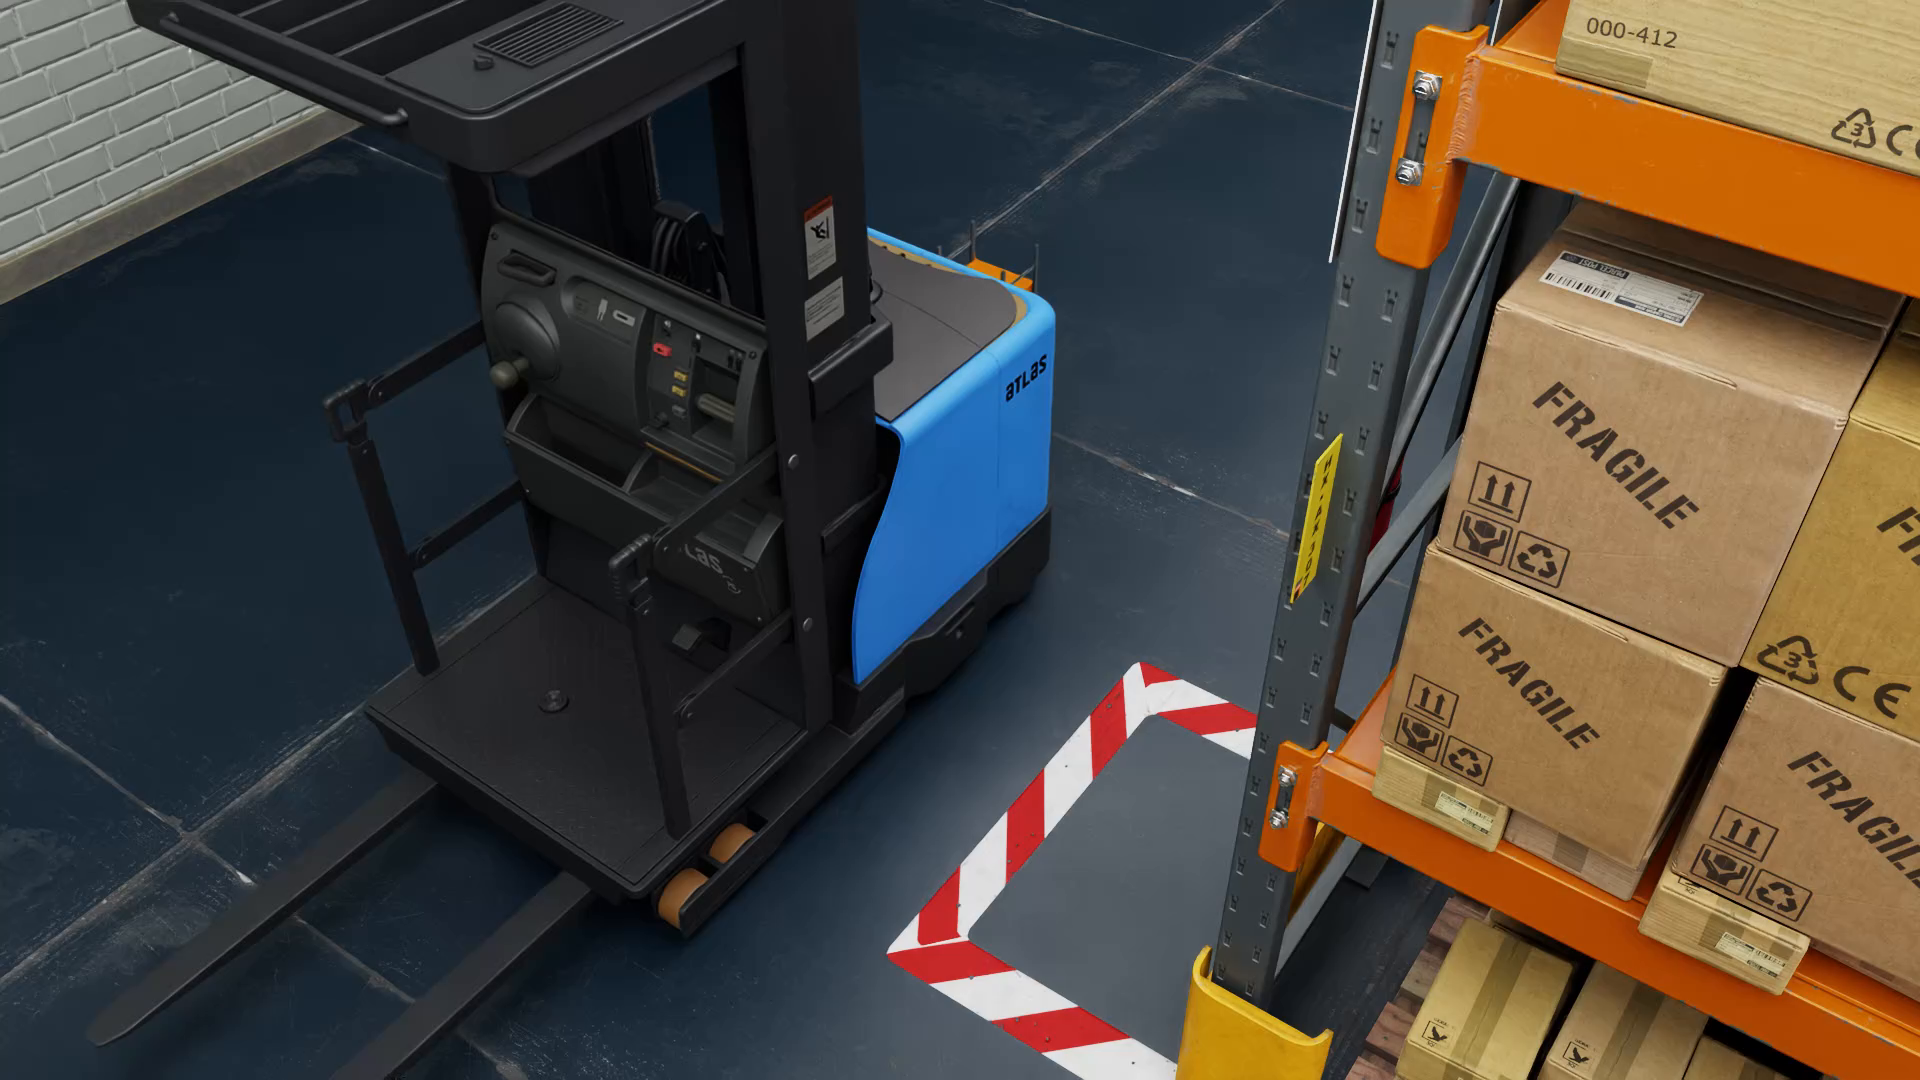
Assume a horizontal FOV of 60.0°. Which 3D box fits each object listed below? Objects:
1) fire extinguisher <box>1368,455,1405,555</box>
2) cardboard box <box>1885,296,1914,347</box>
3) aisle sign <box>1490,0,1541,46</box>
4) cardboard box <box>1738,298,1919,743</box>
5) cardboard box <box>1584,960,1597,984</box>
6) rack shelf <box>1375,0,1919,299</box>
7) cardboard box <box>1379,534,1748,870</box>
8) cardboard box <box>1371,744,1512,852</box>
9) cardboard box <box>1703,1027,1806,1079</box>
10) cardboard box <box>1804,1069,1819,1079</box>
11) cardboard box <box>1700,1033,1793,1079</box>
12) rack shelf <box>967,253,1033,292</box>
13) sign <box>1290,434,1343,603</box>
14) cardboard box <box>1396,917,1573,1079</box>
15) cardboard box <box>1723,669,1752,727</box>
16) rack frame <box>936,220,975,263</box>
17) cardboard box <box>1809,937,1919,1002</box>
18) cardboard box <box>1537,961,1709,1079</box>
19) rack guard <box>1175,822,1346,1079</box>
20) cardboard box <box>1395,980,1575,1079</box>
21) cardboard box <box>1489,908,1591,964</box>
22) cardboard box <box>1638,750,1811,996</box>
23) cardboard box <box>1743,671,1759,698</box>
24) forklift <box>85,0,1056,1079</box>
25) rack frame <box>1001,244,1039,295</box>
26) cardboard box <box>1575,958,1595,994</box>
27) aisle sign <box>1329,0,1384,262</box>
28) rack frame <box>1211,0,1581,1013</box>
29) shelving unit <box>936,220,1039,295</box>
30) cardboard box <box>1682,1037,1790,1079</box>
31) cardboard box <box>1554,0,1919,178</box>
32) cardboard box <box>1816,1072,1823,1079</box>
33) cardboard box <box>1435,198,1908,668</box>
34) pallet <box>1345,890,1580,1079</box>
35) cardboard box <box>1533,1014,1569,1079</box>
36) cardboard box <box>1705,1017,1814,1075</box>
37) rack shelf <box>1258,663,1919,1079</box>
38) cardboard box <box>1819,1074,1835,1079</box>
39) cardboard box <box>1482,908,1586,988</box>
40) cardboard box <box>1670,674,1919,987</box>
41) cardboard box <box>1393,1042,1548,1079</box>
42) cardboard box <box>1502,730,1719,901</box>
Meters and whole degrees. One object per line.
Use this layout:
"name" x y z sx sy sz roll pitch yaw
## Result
"fire extinguisher" 0.990 -0.189 4.049 0.183 0.674 0.296 25 48 25
"cardboard box" 1.448 -0.489 2.999 0.500 0.500 0.500 24 47 25
"aisle sign" 1.043 -1.168 2.857 0.004 0.787 0.394 25 48 25
"cardboard box" 1.563 -0.022 2.477 0.500 0.500 0.500 26 48 26
"cardboard box" 1.710 0.963 4.024 0.250 0.149 0.380 24 47 24
"rack shelf" 2.568 -0.092 1.893 4.000 0.370 1.077 25 48 25
"cardboard box" 1.140 0.167 3.016 0.500 0.500 0.500 27 49 27
"cardboard box" 1.008 0.389 3.254 0.250 0.149 0.380 25 47 25
"cardboard box" 1.917 1.177 4.008 0.250 0.149 0.380 25 47 25
"cardboard box" 2.127 1.264 3.910 0.250 0.149 0.380 26 48 26
"cardboard box" 1.655 1.309 3.638 0.250 0.149 0.380 26 48 26
"rack shelf" 0.086 -0.734 5.373 0.240 0.259 0.215 25 48 26
"sign" 0.620 -0.034 2.890 0.005 0.325 0.100 25 48 25
"cardboard box" 1.165 1.062 3.690 0.250 0.149 0.380 23 47 24
"cardboard box" 1.756 0.260 3.399 0.250 0.149 0.380 25 47 25
"rack frame" -0.013 -0.577 5.608 0.008 1.050 0.200 25 48 26
"cardboard box" 1.721 0.620 2.996 0.250 0.149 0.380 27 49 27
"cardboard box" 1.460 1.102 3.645 0.250 0.149 0.380 26 48 26
"rack guard" 0.993 0.953 4.310 0.348 0.500 1.175 25 48 25
"cardboard box" 1.213 1.128 3.840 0.250 0.149 0.380 27 48 27
"cardboard box" 1.527 0.833 4.169 0.250 0.149 0.380 24 47 24
"cardboard box" 1.430 0.596 3.023 0.250 0.149 0.380 24 47 24
"cardboard box" 1.865 0.076 3.118 0.500 0.500 0.500 24 47 25
"forklift" -0.976 -0.398 3.997 1.130 2.935 3.031 26 48 26
"rack frame" 0.186 -0.483 5.502 0.008 1.050 0.200 25 48 26
"cardboard box" 1.750 1.029 4.174 0.250 0.149 0.380 27 48 27
"aisle sign" 0.699 -0.841 2.491 0.004 0.787 0.394 25 48 25
"rack frame" 0.931 -0.008 3.509 0.127 3.000 1.000 25 48 25
"shelving unit" 0.086 -0.530 5.555 0.252 1.050 0.215 25 48 26
"cardboard box" 1.592 1.269 3.460 0.250 0.149 0.380 25 47 25
"cardboard box" 1.152 -0.758 2.211 0.500 0.250 0.500 27 48 27
"cardboard box" 2.114 1.191 3.770 0.250 0.149 0.380 25 47 25
"cardboard box" 1.146 -0.212 2.689 0.500 0.500 0.500 25 47 25
"pallet" 1.638 1.391 4.037 1.213 0.211 1.003 25 48 25
"cardboard box" 1.437 1.329 3.838 0.250 0.149 0.380 25 47 25
"cardboard box" 1.953 1.031 3.948 0.250 0.149 0.380 23 47 24
"rack shelf" 2.568 1.026 2.893 4.000 0.370 1.077 25 48 25
"cardboard box" 1.843 1.318 3.404 0.250 0.149 0.380 23 47 23
"cardboard box" 1.482 0.986 4.222 0.250 0.149 0.380 26 48 26
"cardboard box" 1.593 0.358 2.803 0.500 0.500 0.500 25 48 25
"cardboard box" 1.176 1.273 3.900 0.250 0.149 0.380 26 48 26
"cardboard box" 1.240 0.464 3.171 0.250 0.149 0.380 27 48 27
